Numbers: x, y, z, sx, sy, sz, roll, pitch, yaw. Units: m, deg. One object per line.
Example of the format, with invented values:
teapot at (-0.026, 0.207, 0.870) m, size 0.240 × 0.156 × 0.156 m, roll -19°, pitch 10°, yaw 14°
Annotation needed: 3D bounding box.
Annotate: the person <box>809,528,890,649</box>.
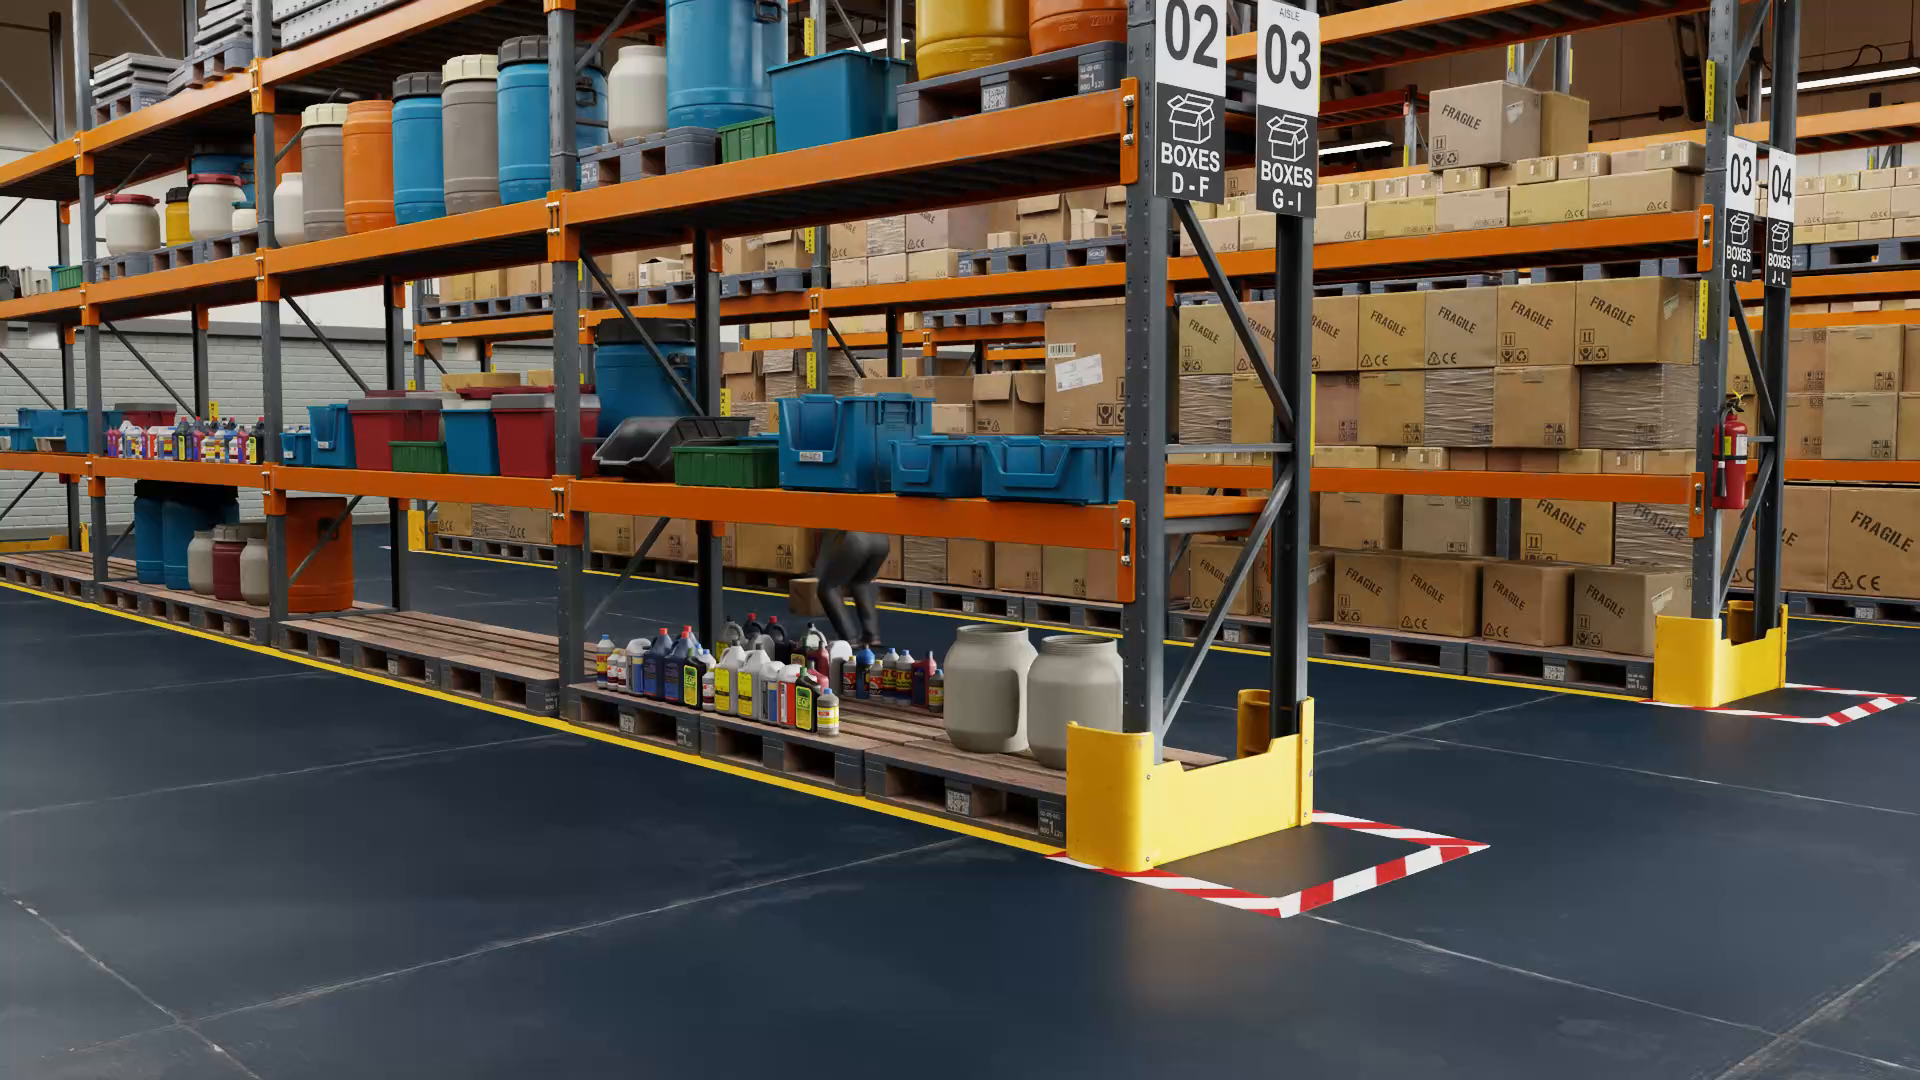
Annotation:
person at (-0.802, 0.058, 11.887) m, size 0.492 × 1.442 × 0.576 m, roll -4°, pitch 6°, yaw -43°
